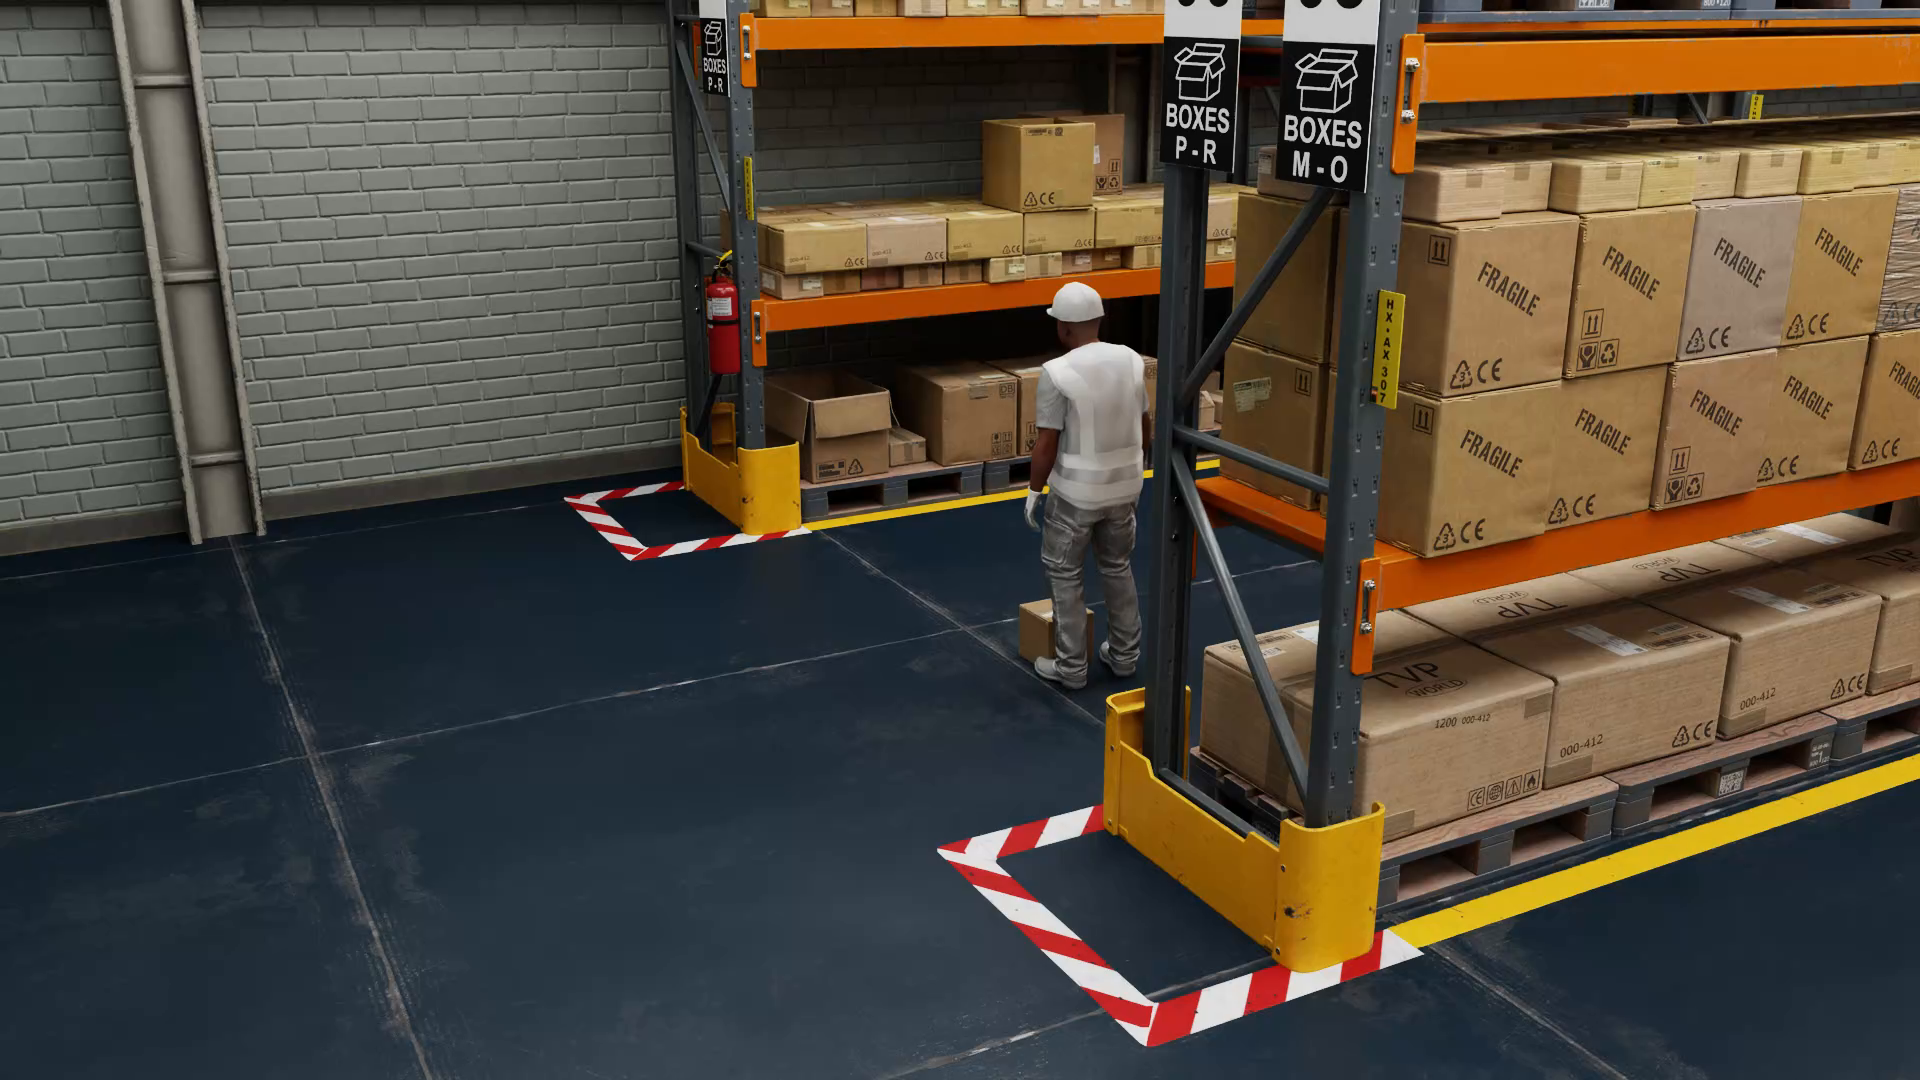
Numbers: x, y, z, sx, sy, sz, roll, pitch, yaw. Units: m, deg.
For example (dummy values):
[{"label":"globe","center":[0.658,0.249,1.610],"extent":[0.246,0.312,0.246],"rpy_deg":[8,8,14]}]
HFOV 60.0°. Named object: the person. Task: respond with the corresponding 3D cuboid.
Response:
[{"label":"person","center":[0.551,-0.227,7.228],"extent":[0.627,1.774,0.449],"rpy_deg":[-11,21,-30]}]
